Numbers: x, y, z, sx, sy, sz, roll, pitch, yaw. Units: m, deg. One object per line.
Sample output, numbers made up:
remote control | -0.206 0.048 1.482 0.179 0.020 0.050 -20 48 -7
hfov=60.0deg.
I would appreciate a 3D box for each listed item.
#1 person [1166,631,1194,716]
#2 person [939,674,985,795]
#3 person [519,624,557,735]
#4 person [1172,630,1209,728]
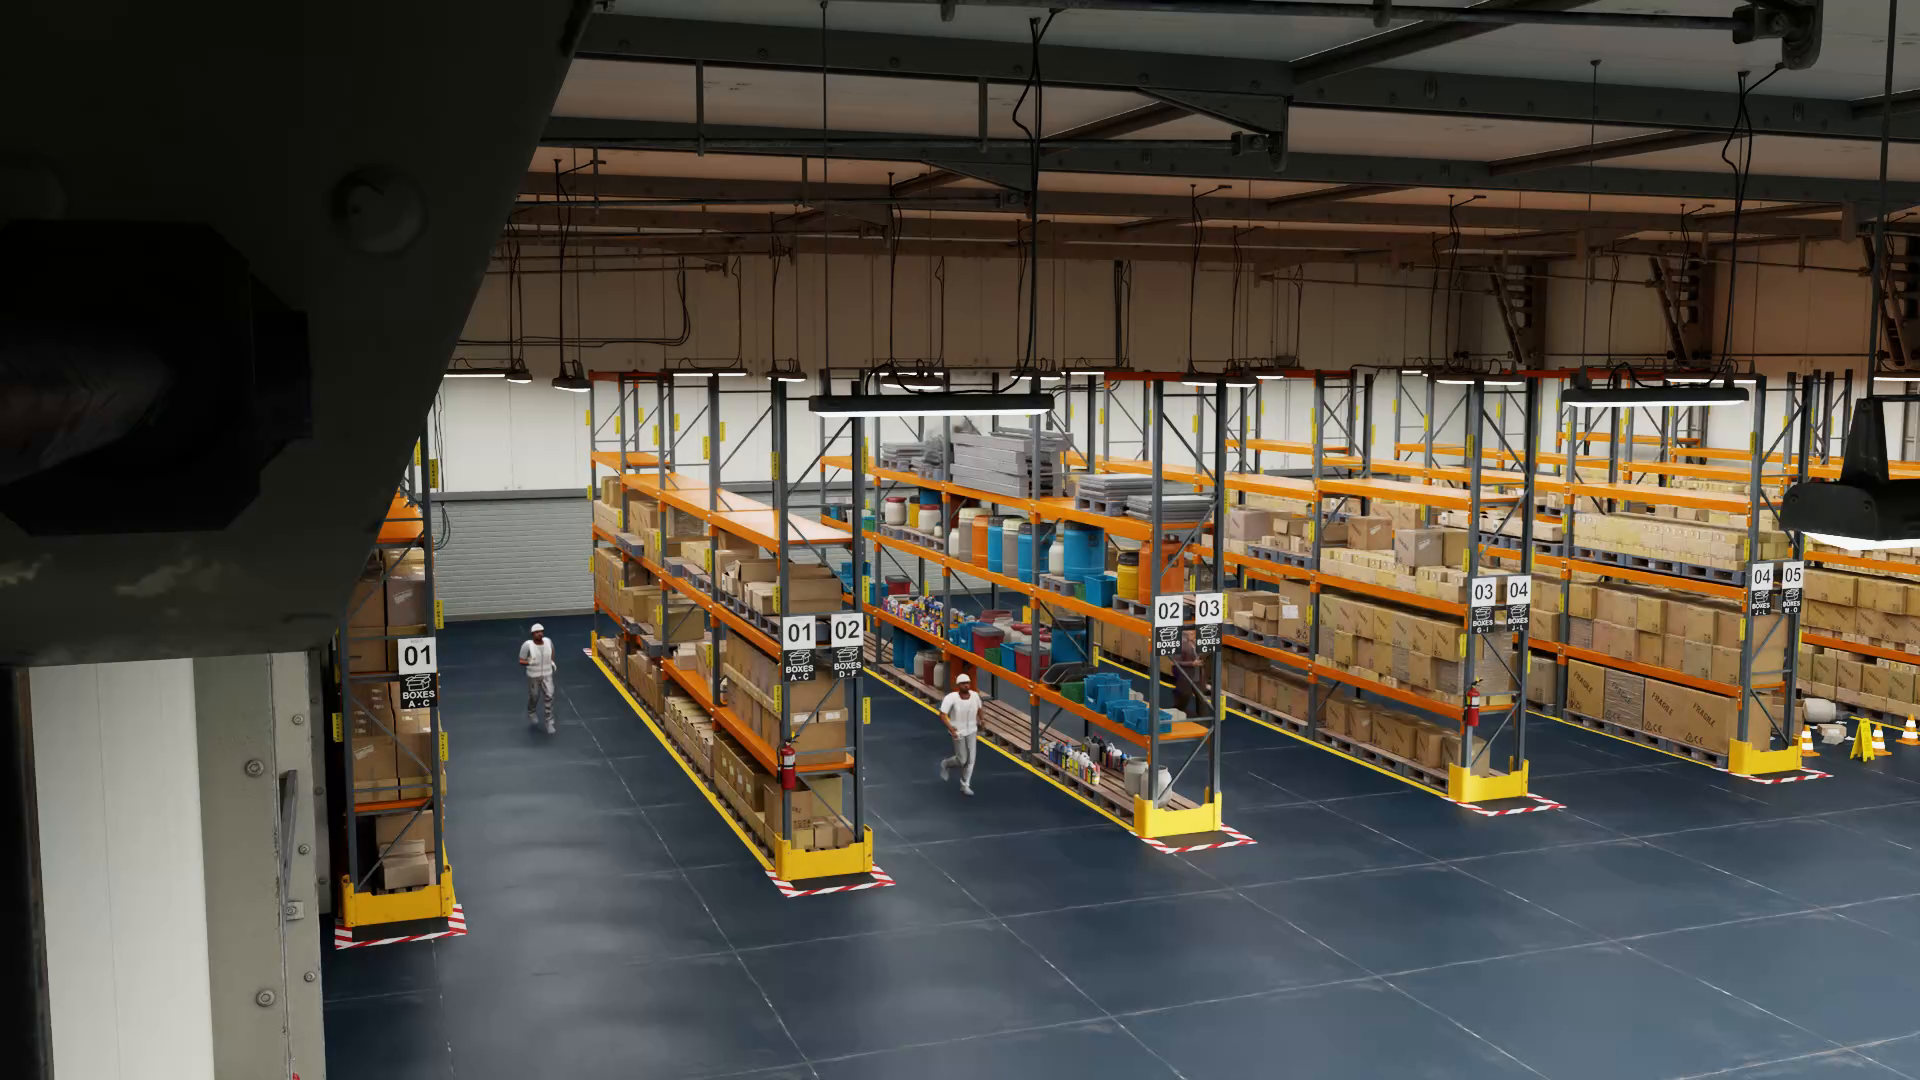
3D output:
person | 3.935 2.243 29.443 0.620 1.614 0.802 -3 7 -24
person | 0.033 2.788 24.158 0.698 1.741 0.662 -3 7 -27
person | -7.101 2.307 28.026 0.672 1.820 0.928 -4 7 -30
person | 3.819 2.342 27.597 0.698 1.804 0.981 -4 8 -34
